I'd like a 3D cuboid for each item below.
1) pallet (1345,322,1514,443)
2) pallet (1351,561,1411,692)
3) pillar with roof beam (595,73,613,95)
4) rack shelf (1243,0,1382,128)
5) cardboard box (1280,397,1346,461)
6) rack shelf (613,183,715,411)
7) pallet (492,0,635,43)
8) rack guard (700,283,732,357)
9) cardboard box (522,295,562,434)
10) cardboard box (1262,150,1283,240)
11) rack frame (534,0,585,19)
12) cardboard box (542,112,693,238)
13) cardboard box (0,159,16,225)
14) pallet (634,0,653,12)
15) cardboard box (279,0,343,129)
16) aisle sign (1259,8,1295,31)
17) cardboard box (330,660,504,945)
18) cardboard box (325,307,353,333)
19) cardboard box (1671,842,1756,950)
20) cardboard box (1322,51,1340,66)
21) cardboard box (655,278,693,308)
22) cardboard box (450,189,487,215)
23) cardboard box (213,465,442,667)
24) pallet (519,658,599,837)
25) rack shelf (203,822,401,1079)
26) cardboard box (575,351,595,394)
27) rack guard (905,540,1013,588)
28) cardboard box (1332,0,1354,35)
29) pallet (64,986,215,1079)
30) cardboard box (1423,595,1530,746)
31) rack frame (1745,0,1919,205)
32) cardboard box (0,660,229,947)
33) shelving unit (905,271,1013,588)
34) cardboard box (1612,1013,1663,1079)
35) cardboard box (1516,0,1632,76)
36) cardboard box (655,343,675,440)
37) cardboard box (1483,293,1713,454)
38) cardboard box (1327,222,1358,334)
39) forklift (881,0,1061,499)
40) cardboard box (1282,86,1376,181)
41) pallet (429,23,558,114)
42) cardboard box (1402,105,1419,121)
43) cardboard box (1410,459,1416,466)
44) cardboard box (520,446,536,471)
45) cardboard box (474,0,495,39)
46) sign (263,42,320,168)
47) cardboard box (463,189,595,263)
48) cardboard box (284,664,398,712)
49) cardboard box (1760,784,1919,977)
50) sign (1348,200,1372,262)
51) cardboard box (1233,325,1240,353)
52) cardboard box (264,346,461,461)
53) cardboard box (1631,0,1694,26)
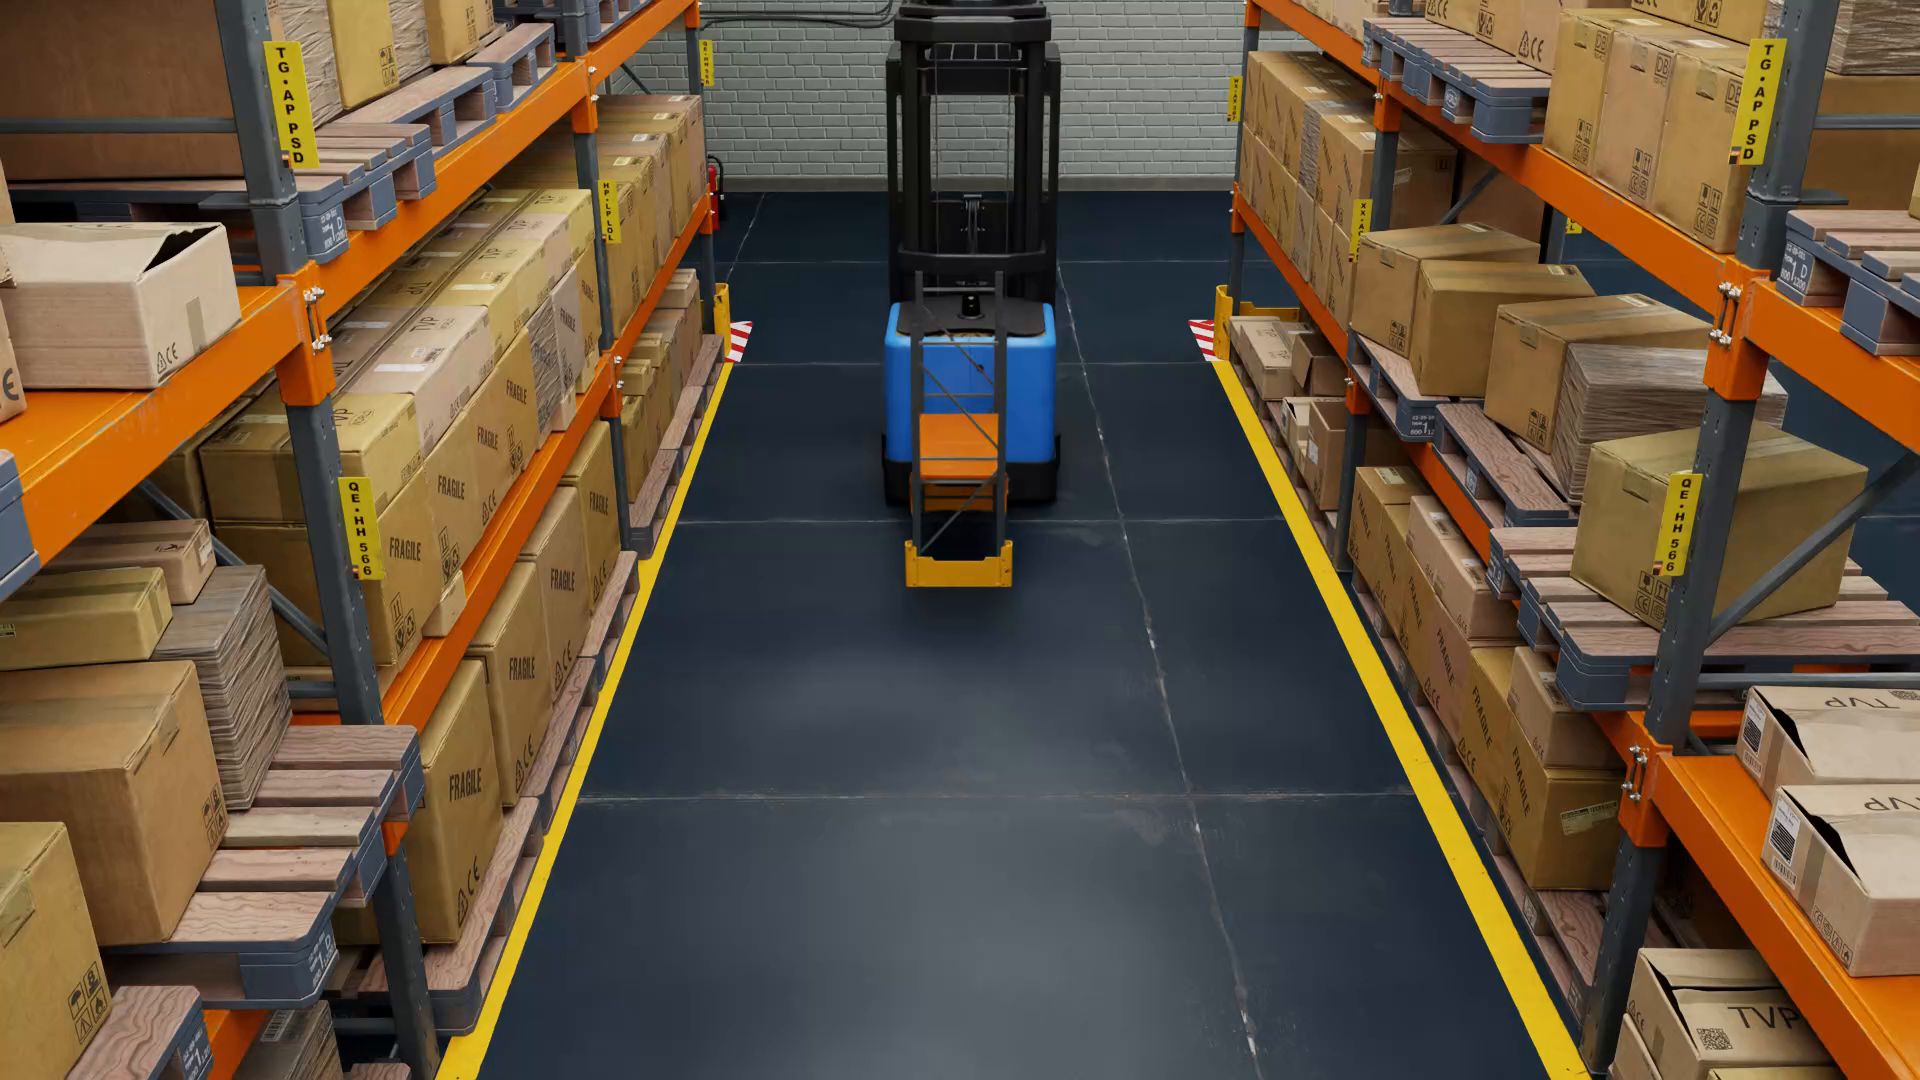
[{"bbox_3d":[2.512,-0.788,8.086,1.003,0.211,1.213,0,24,-1],"label":"pallet"},{"bbox_3d":[2.660,0.400,8.610,1.003,0.211,1.213,0,24,-1],"label":"pallet"},{"bbox_3d":[1.026,-6.692,13.625,9.100,9.000,0.400,0,24,-1],"label":"pillar with roof beam"},{"bbox_3d":[2.591,-3.069,10.128,1.077,0.370,4.000,0,24,-1],"label":"rack shelf"},{"bbox_3d":[2.315,-0.724,10.439,0.500,0.311,0.500,0,24,-1],"label":"cardboard box"},{"bbox_3d":[-2.362,-1.678,10.694,1.077,0.370,4.000,0,24,-1],"label":"rack shelf"},{"bbox_3d":[-2.339,-2.845,8.869,1.003,0.211,1.213,0,24,-1],"label":"pallet"},{"bbox_3d":[-2.384,-1.701,12.905,1.175,0.500,0.348,0,24,-1],"label":"rack guard"},{"bbox_3d":[-2.071,-0.766,7.297,0.500,0.500,0.500,0,24,0],"label":"cardboard box"},{"bbox_3d":[2.324,-2.296,11.065,0.500,0.500,0.500,0,24,-1],"label":"cardboard box"},{"bbox_3d":[-2.341,-3.915,7.487,1.000,3.000,0.127,0,24,-1],"label":"rack frame"},{"bbox_3d":[-2.350,-2.457,11.179,0.980,0.700,0.700,0,24,-1],"label":"cardboard box"},{"bbox_3d":[-2.519,-0.657,3.778,0.500,0.500,0.500,0,24,-1],"label":"cardboard box"},{"bbox_3d":[-2.349,-3.347,9.978,1.003,0.211,1.213,0,24,-1],"label":"pallet"},{"bbox_3d":[-2.418,-1.564,5.273,0.700,0.500,0.500,-2,24,-3],"label":"cardboard box"},{"bbox_3d":[2.275,-4.065,11.944,0.394,0.787,0.004,0,24,-1],"label":"aisle sign"},{"bbox_3d":[-2.174,0.951,6.107,0.750,0.750,0.750,-1,24,-1],"label":"cardboard box"},{"bbox_3d":[-2.566,-0.676,6.188,0.500,0.250,0.500,-1,24,-2],"label":"cardboard box"},{"bbox_3d":[2.937,1.192,5.974,0.500,0.500,0.500,1,24,2],"label":"cardboard box"},{"bbox_3d":[2.849,-3.173,11.791,0.500,0.500,0.500,0,24,-1],"label":"cardboard box"},{"bbox_3d":[-2.089,-1.733,11.678,0.380,0.149,0.250,0,24,1],"label":"cardboard box"},{"bbox_3d":[-2.596,-1.523,8.061,0.500,0.250,0.500,0,24,1],"label":"cardboard box"},{"bbox_3d":[-2.046,0.075,5.438,0.500,0.500,0.500,0,24,1],"label":"cardboard box"},{"bbox_3d":[-2.241,0.910,7.481,1.003,0.211,1.213,0,24,-1],"label":"pallet"},{"bbox_3d":[-2.275,1.618,3.405,1.077,0.370,4.000,0,24,-1],"label":"rack shelf"},{"bbox_3d":[-2.027,-0.835,8.236,0.380,0.149,0.250,0,24,0],"label":"cardboard box"},{"bbox_3d":[-0.006,0.132,9.156,0.587,0.250,0.087,0,24,0],"label":"rack guard"},{"bbox_3d":[2.347,-2.909,9.085,0.500,0.250,0.500,0,24,-1],"label":"cardboard box"},{"bbox_3d":[-2.234,1.369,3.315,1.003,0.211,1.213,0,24,-1],"label":"pallet"},{"bbox_3d":[2.394,0.567,7.355,0.500,0.500,0.500,-1,24,-3],"label":"cardboard box"},{"bbox_3d":[2.656,-2.291,3.895,1.000,3.000,0.127,0,24,-1],"label":"rack frame"},{"bbox_3d":[-2.249,0.644,4.031,0.700,0.500,0.500,-3,24,-6],"label":"cardboard box"},{"bbox_3d":[-0.006,-0.643,9.352,0.587,1.500,1.083,0,24,0],"label":"shelving unit"},{"bbox_3d":[2.369,1.721,5.132,0.500,0.250,0.500,0,24,-1],"label":"cardboard box"},{"bbox_3d":[2.562,-2.097,6.355,0.600,0.600,0.600,-1,24,-3],"label":"cardboard box"},{"bbox_3d":[-2.252,-0.961,10.760,0.700,0.500,0.500,0,24,1],"label":"cardboard box"},{"bbox_3d":[2.694,-0.715,7.060,0.700,0.500,0.500,-6,25,-14],"label":"cardboard box"},{"bbox_3d":[2.351,-1.456,9.208,0.500,0.500,0.500,0,24,0],"label":"cardboard box"},{"bbox_3d":[0.087,-2.144,10.935,1.130,2.935,3.031,0,24,1],"label":"forklift"},{"bbox_3d":[2.331,-2.540,10.392,0.500,0.500,0.500,0,24,-1],"label":"cardboard box"},{"bbox_3d":[-2.281,-2.084,7.310,0.805,0.209,1.217,-1,24,-3],"label":"pallet"},{"bbox_3d":[2.878,-2.327,9.920,0.500,0.500,0.500,-1,24,-2],"label":"cardboard box"},{"bbox_3d":[2.825,-0.355,9.624,0.500,0.311,0.500,0,24,-1],"label":"cardboard box"},{"bbox_3d":[-2.084,-0.415,7.308,0.380,0.149,0.250,-1,24,-2],"label":"cardboard box"},{"bbox_3d":[-2.441,-2.432,7.191,0.700,0.500,0.500,-2,24,-3],"label":"cardboard box"},{"bbox_3d":[-1.754,-1.138,4.358,0.100,0.325,0.005,0,24,-1],"label":"sign"},{"bbox_3d":[-2.080,-1.522,8.060,0.500,0.250,0.500,0,24,1],"label":"cardboard box"},{"bbox_3d":[-2.069,0.435,5.429,0.380,0.149,0.250,-1,24,-1],"label":"cardboard box"},{"bbox_3d":[2.473,0.853,4.333,0.500,0.311,0.500,-1,24,-1],"label":"cardboard box"},{"bbox_3d":[2.070,-1.595,8.585,0.100,0.325,0.005,0,24,-1],"label":"sign"},{"bbox_3d":[2.233,-1.486,12.301,0.380,0.166,0.250,0,24,-1],"label":"cardboard box"},{"bbox_3d":[-2.051,-0.475,5.744,0.500,0.250,0.500,-1,24,-1],"label":"cardboard box"},{"bbox_3d":[2.647,-2.025,5.614,0.500,0.500,0.500,0,24,-1],"label":"cardboard box"}]
